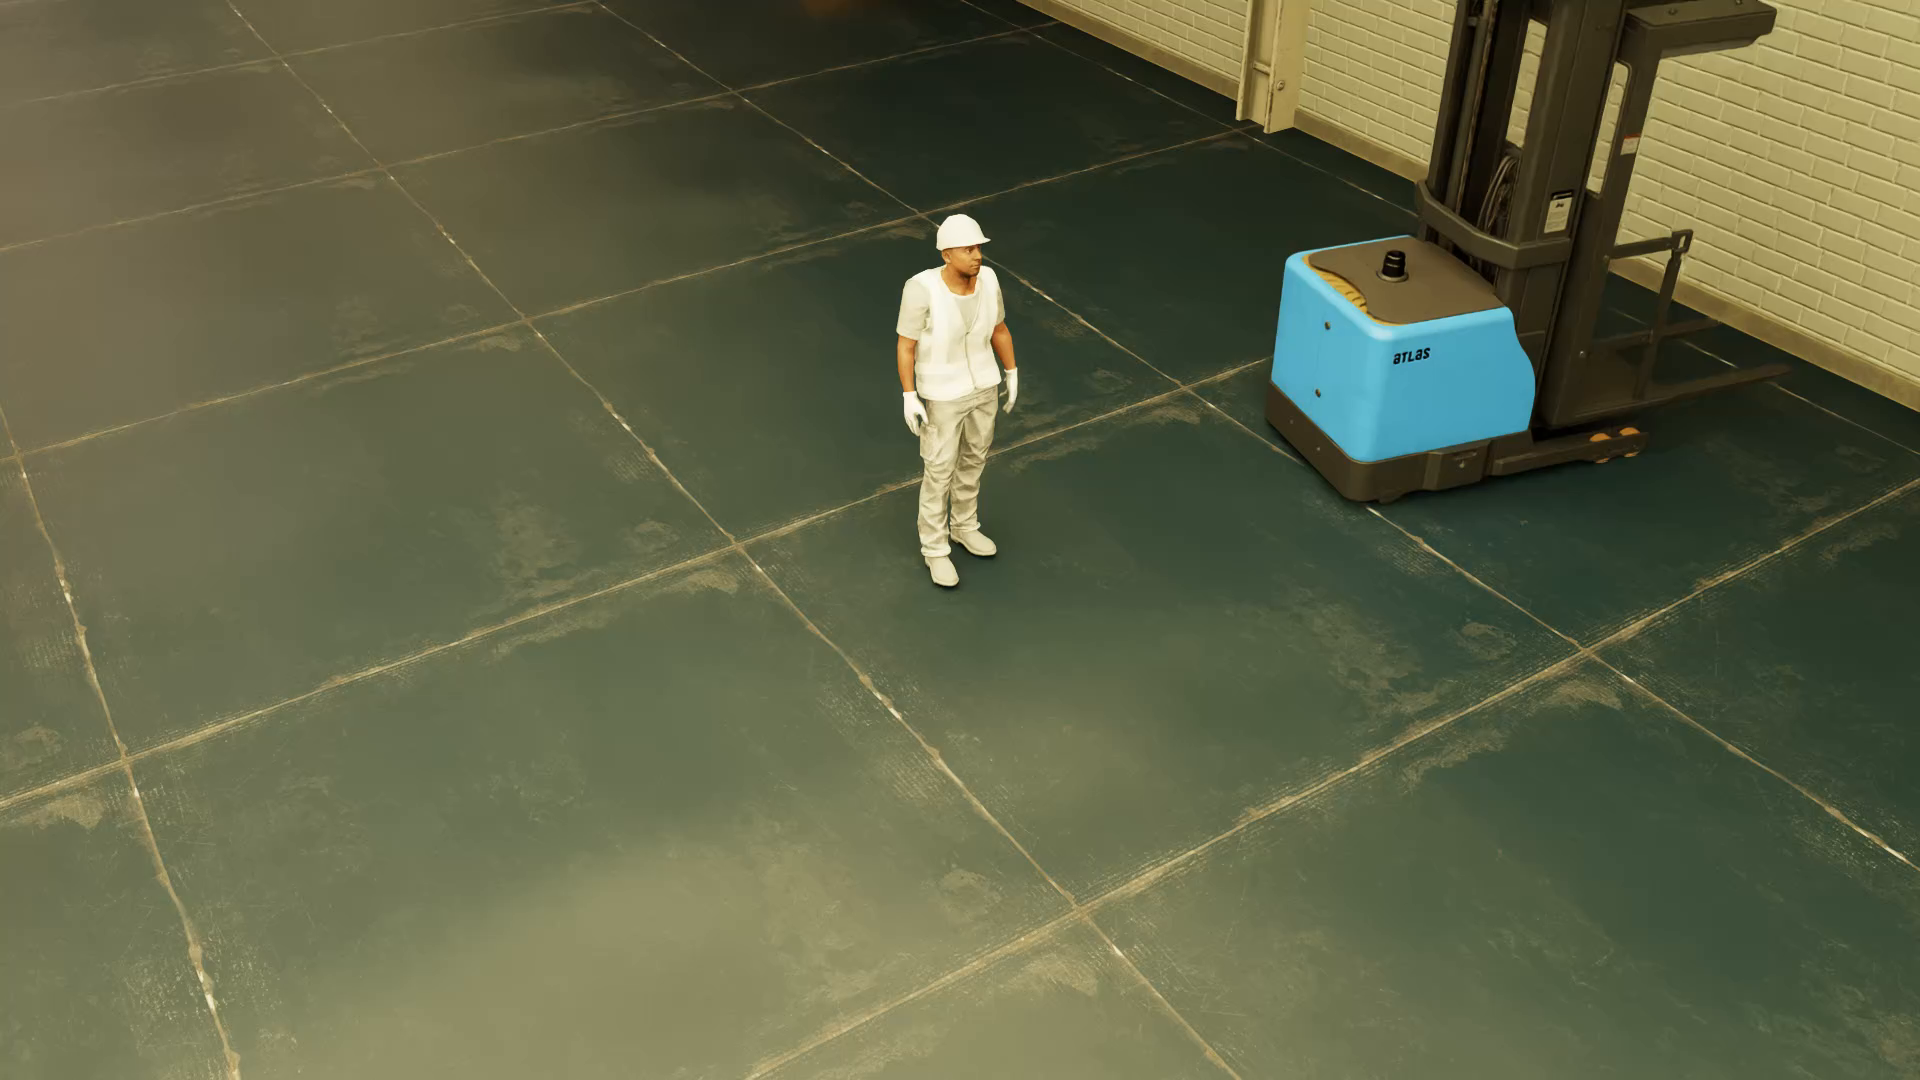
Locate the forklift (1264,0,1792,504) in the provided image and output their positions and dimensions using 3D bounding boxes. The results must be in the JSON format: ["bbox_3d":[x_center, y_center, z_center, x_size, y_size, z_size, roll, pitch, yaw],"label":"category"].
[{"bbox_3d":[3.330,-1.903,8.857,3.031,2.935,1.130,-12,37,-16],"label":"forklift"}]

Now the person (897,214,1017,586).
[{"bbox_3d":[0.032,-0.698,8.127,0.657,1.785,0.575,-21,40,-27],"label":"person"}]
